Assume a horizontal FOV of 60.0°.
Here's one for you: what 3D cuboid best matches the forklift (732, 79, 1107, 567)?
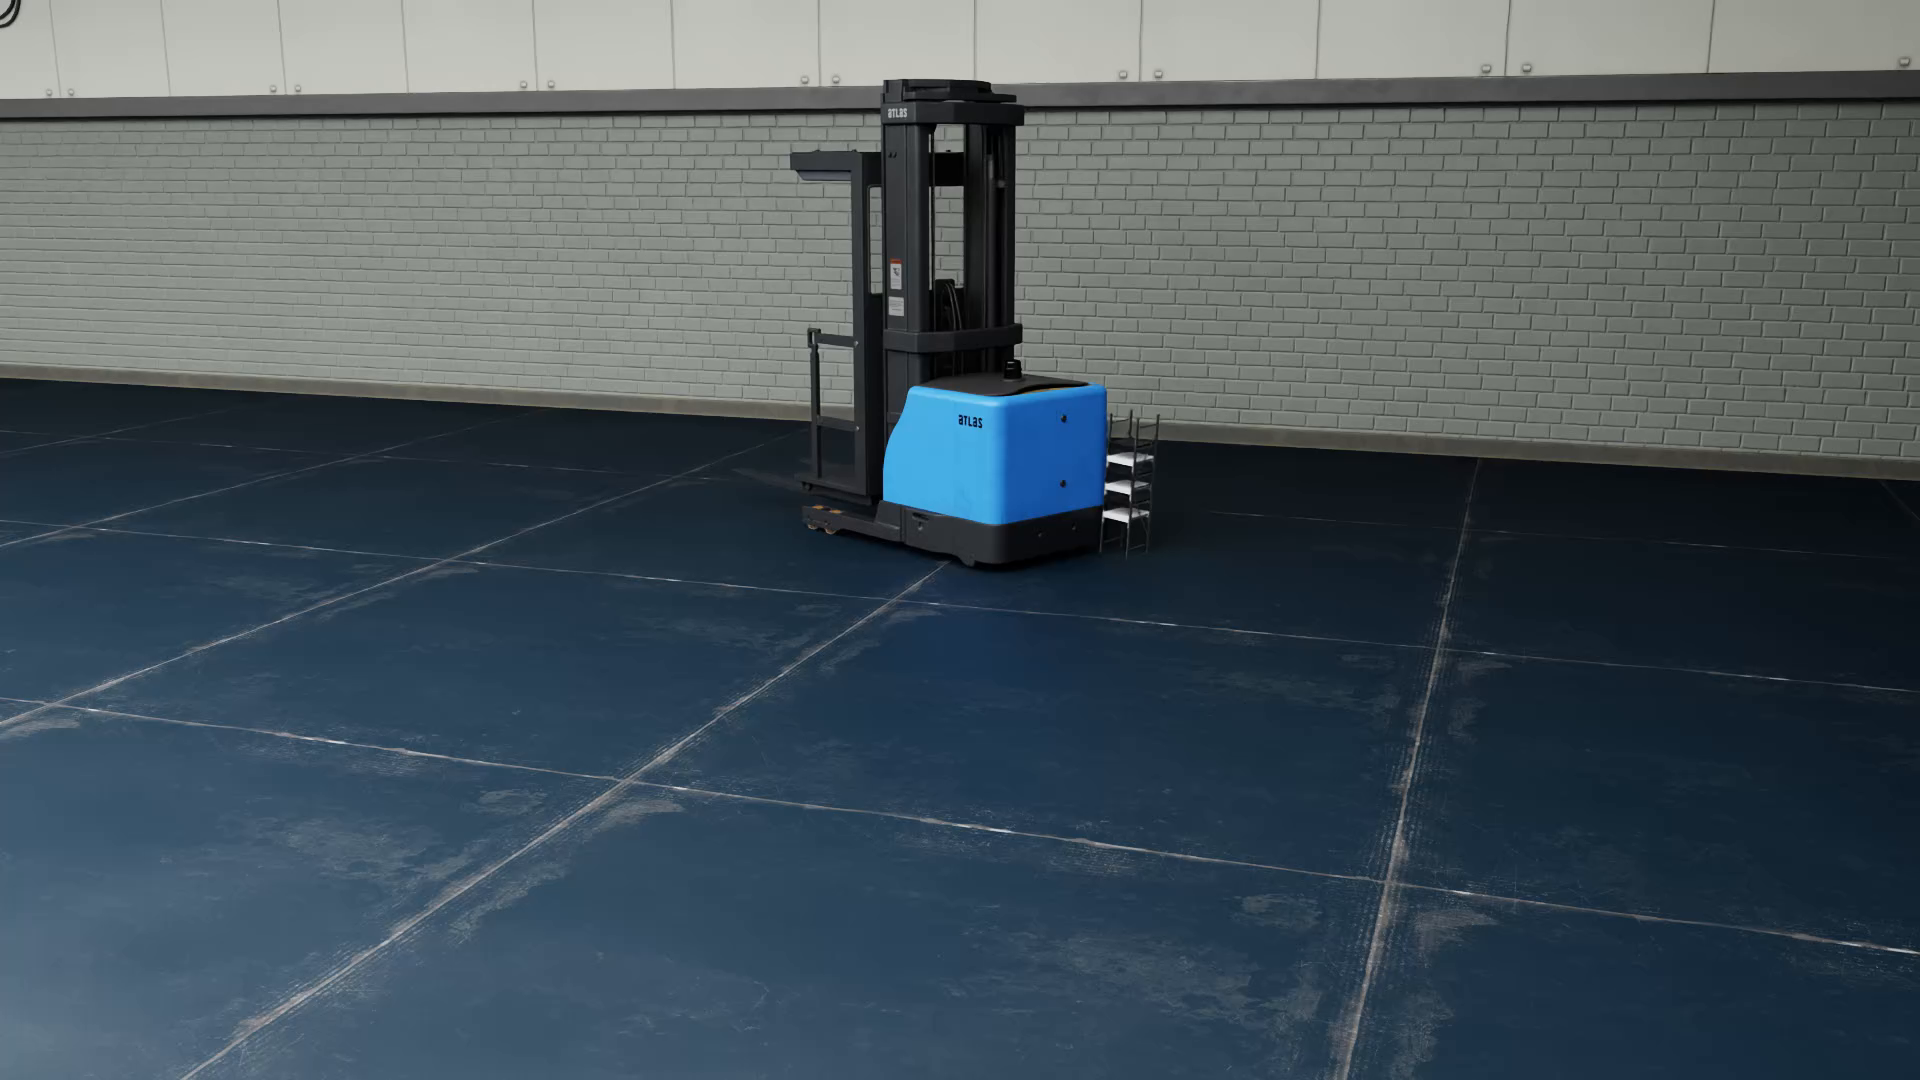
[{"bbox_3d":[-0.420,-1.532,11.114,1.130,2.935,3.031,-11,17,-41],"label":"forklift"}]

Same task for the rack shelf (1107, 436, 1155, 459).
[{"bbox_3d":[1.080,-0.581,10.423,0.200,0.077,0.258,16,20,38],"label":"rack shelf"}]

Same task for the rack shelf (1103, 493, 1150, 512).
[{"bbox_3d":[1.062,-0.235,10.518,0.200,0.077,0.258,16,20,38],"label":"rack shelf"}]

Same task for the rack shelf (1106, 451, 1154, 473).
[{"bbox_3d":[1.075,-0.495,10.447,0.200,0.077,0.258,16,20,38],"label":"rack shelf"}]

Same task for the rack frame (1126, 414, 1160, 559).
[{"bbox_3d":[1.144,-0.332,10.423,0.006,0.900,0.240,16,20,38],"label":"rack frame"}]

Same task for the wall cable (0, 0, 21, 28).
[{"bbox_3d":[-11.239,-7.924,17.838,2.305,6.003,0.169,4,14,18],"label":"wall cable"}]

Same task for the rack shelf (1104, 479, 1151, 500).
[{"bbox_3d":[1.066,-0.321,10.495,0.200,0.077,0.258,16,20,38],"label":"rack shelf"}]

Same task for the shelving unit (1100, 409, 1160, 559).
[{"bbox_3d":[1.068,-0.353,10.486,0.210,0.900,0.258,16,20,38],"label":"shelving unit"}]

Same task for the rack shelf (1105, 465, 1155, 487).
[{"bbox_3d":[1.071,-0.408,10.471,0.200,0.077,0.258,16,20,38],"label":"rack shelf"}]

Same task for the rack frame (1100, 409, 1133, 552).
[{"bbox_3d":[0.991,-0.375,10.549,0.006,0.900,0.240,16,20,38],"label":"rack frame"}]

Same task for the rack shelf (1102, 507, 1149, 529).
[{"bbox_3d":[1.057,-0.148,10.542,0.200,0.077,0.258,16,20,38],"label":"rack shelf"}]
